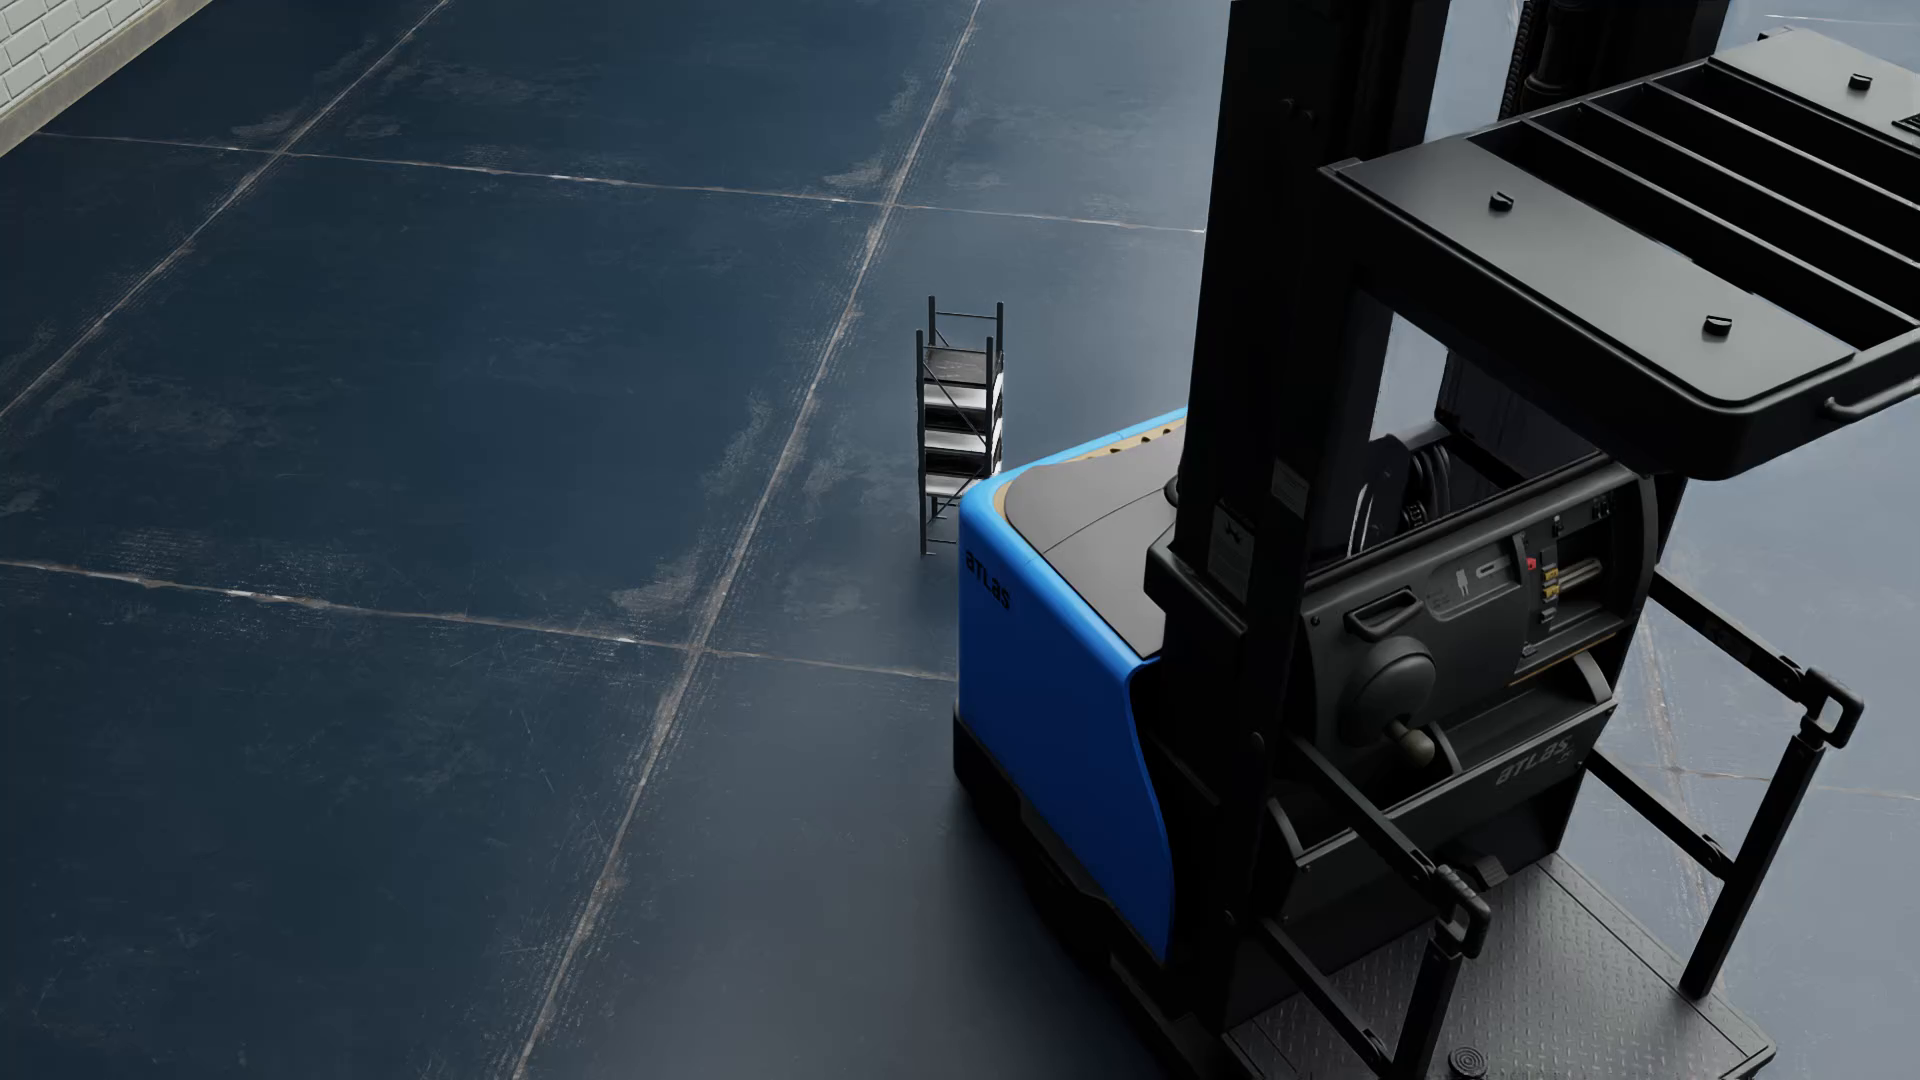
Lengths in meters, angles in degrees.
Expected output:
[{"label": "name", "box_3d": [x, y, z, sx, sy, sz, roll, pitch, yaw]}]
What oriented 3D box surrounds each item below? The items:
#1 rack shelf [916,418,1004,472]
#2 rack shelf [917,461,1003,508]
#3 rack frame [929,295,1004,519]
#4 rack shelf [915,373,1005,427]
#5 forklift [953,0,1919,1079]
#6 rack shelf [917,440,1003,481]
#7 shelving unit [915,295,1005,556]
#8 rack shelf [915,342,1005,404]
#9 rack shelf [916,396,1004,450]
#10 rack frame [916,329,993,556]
[{"label": "rack shelf", "box_3d": [0.001, -0.326, 5.491, 0.258, 0.077, 0.200, 6, 40, 8]}, {"label": "rack shelf", "box_3d": [0.001, -0.187, 5.605, 0.258, 0.077, 0.200, 6, 40, 8]}, {"label": "rack frame", "box_3d": [0.019, -0.416, 5.547, 0.240, 0.900, 0.006, 6, 40, 8]}, {"label": "rack shelf", "box_3d": [0.001, -0.465, 5.376, 0.258, 0.077, 0.200, 6, 40, 8]}, {"label": "forklift", "box_3d": [1.164, 0.218, 3.186, 1.130, 2.935, 3.031, -21, 44, -23]}, {"label": "rack shelf", "box_3d": [0.001, -0.257, 5.548, 0.258, 0.077, 0.200, 6, 40, 8]}, {"label": "shelving unit", "box_3d": [0.001, -0.352, 5.469, 0.258, 0.900, 0.210, 6, 40, 8]}, {"label": "rack shelf", "box_3d": [0.001, -0.534, 5.319, 0.258, 0.077, 0.200, 6, 40, 8]}, {"label": "rack shelf", "box_3d": [0.001, -0.396, 5.433, 0.258, 0.077, 0.200, 6, 40, 8]}, {"label": "rack frame", "box_3d": [-0.016, -0.288, 5.392, 0.240, 0.900, 0.006, 6, 40, 8]}]
